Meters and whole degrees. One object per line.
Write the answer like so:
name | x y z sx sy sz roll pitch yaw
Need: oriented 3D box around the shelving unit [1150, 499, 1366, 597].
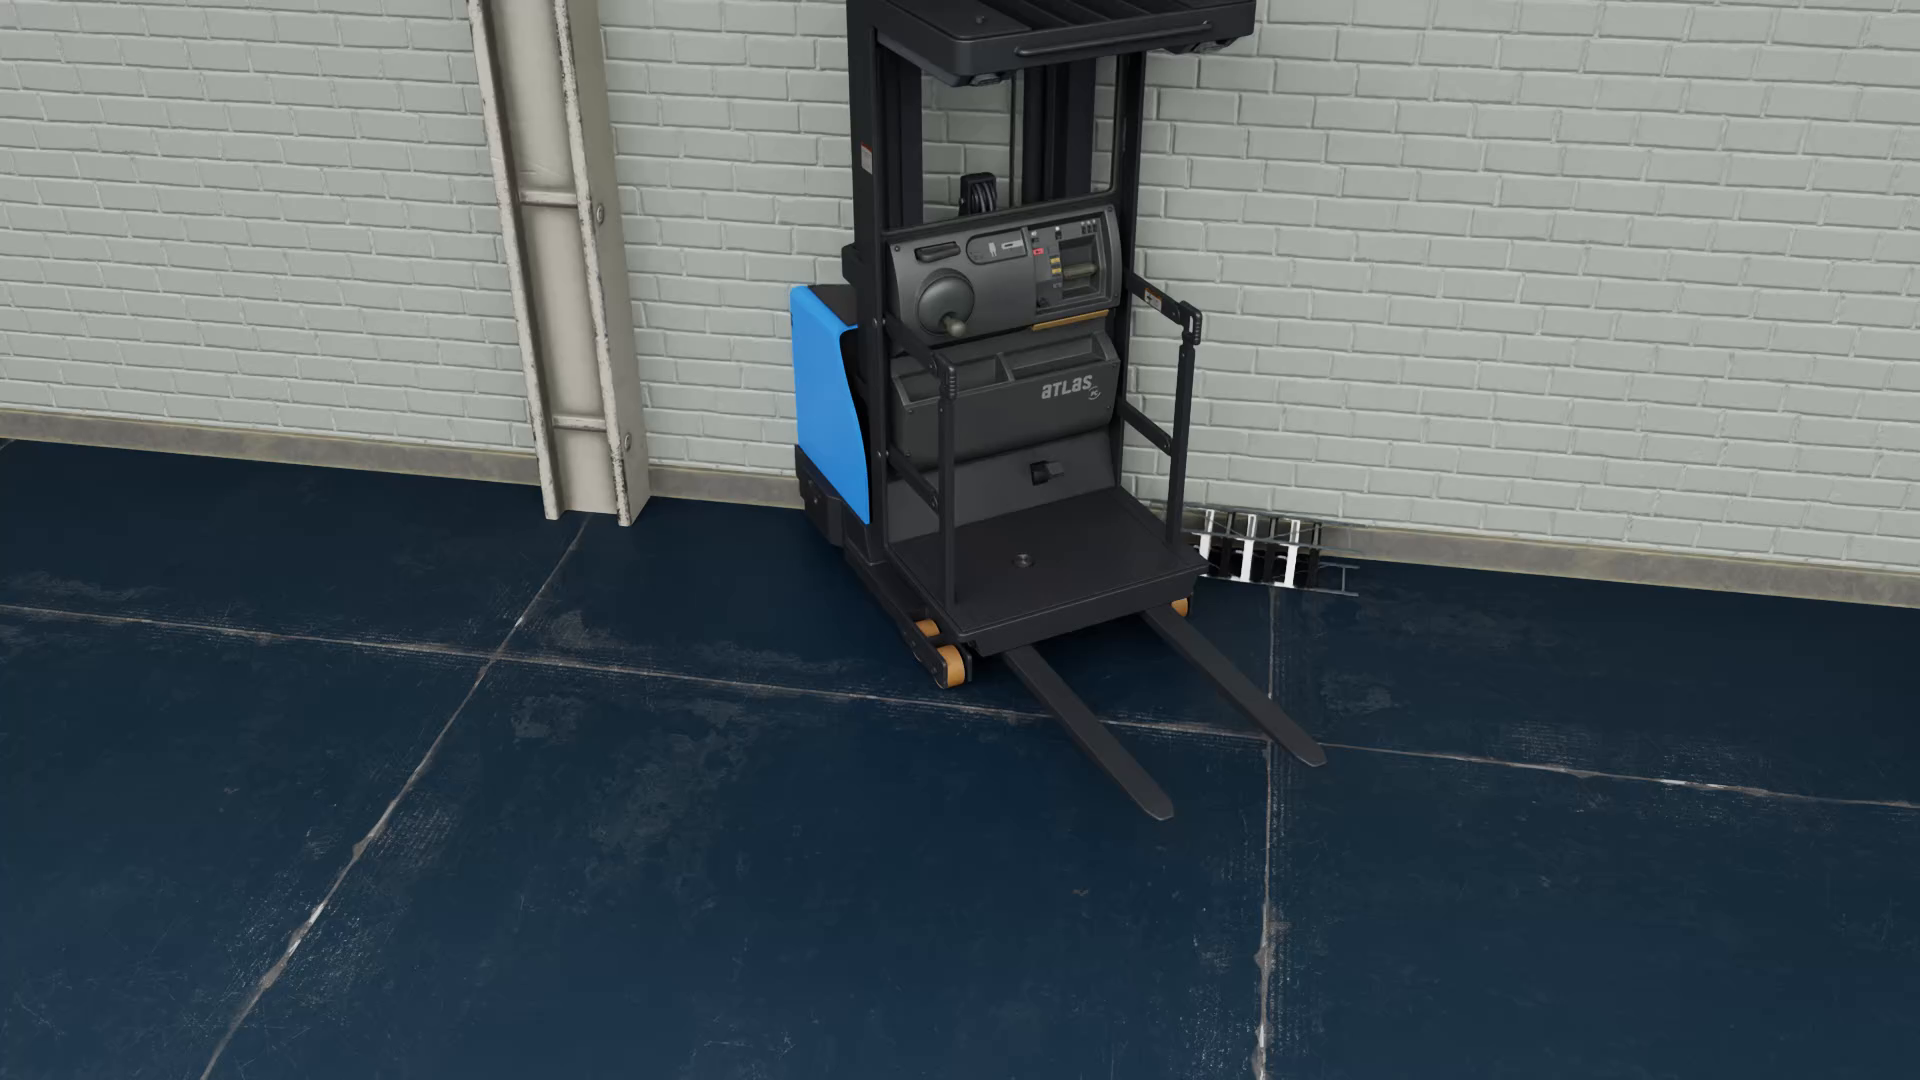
shelving unit | 1.232 0.029 6.991 0.900 0.210 0.258 7 31 10

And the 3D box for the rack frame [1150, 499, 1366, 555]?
rack frame | 1.233 -0.058 6.939 0.900 0.006 0.240 7 31 10

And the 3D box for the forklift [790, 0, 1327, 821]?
forklift | 0.277 -0.944 5.996 1.130 2.935 3.031 -15 35 -22

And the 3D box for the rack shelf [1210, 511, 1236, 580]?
rack shelf | 1.112 0.014 7.013 0.077 0.200 0.258 7 31 10

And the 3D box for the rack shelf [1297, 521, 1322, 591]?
rack shelf | 1.463 0.059 6.948 0.077 0.200 0.258 7 31 10

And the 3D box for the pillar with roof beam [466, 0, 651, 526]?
pillar with roof beam | -2.350 -1.721 1.519 0.400 9.000 9.100 5 32 8

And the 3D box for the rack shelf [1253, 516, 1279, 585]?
rack shelf | 1.287 0.037 6.980 0.077 0.200 0.258 7 31 10

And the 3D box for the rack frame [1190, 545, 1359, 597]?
rack frame | 1.230 0.117 7.042 0.900 0.006 0.240 7 31 10

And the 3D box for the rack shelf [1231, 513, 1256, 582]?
rack shelf | 1.199 0.025 6.997 0.077 0.200 0.258 7 31 10

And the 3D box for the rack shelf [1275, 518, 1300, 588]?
rack shelf | 1.375 0.048 6.964 0.077 0.200 0.258 7 31 10

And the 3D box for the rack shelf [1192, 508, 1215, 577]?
rack shelf | 1.024 0.003 7.029 0.077 0.200 0.258 7 31 10
